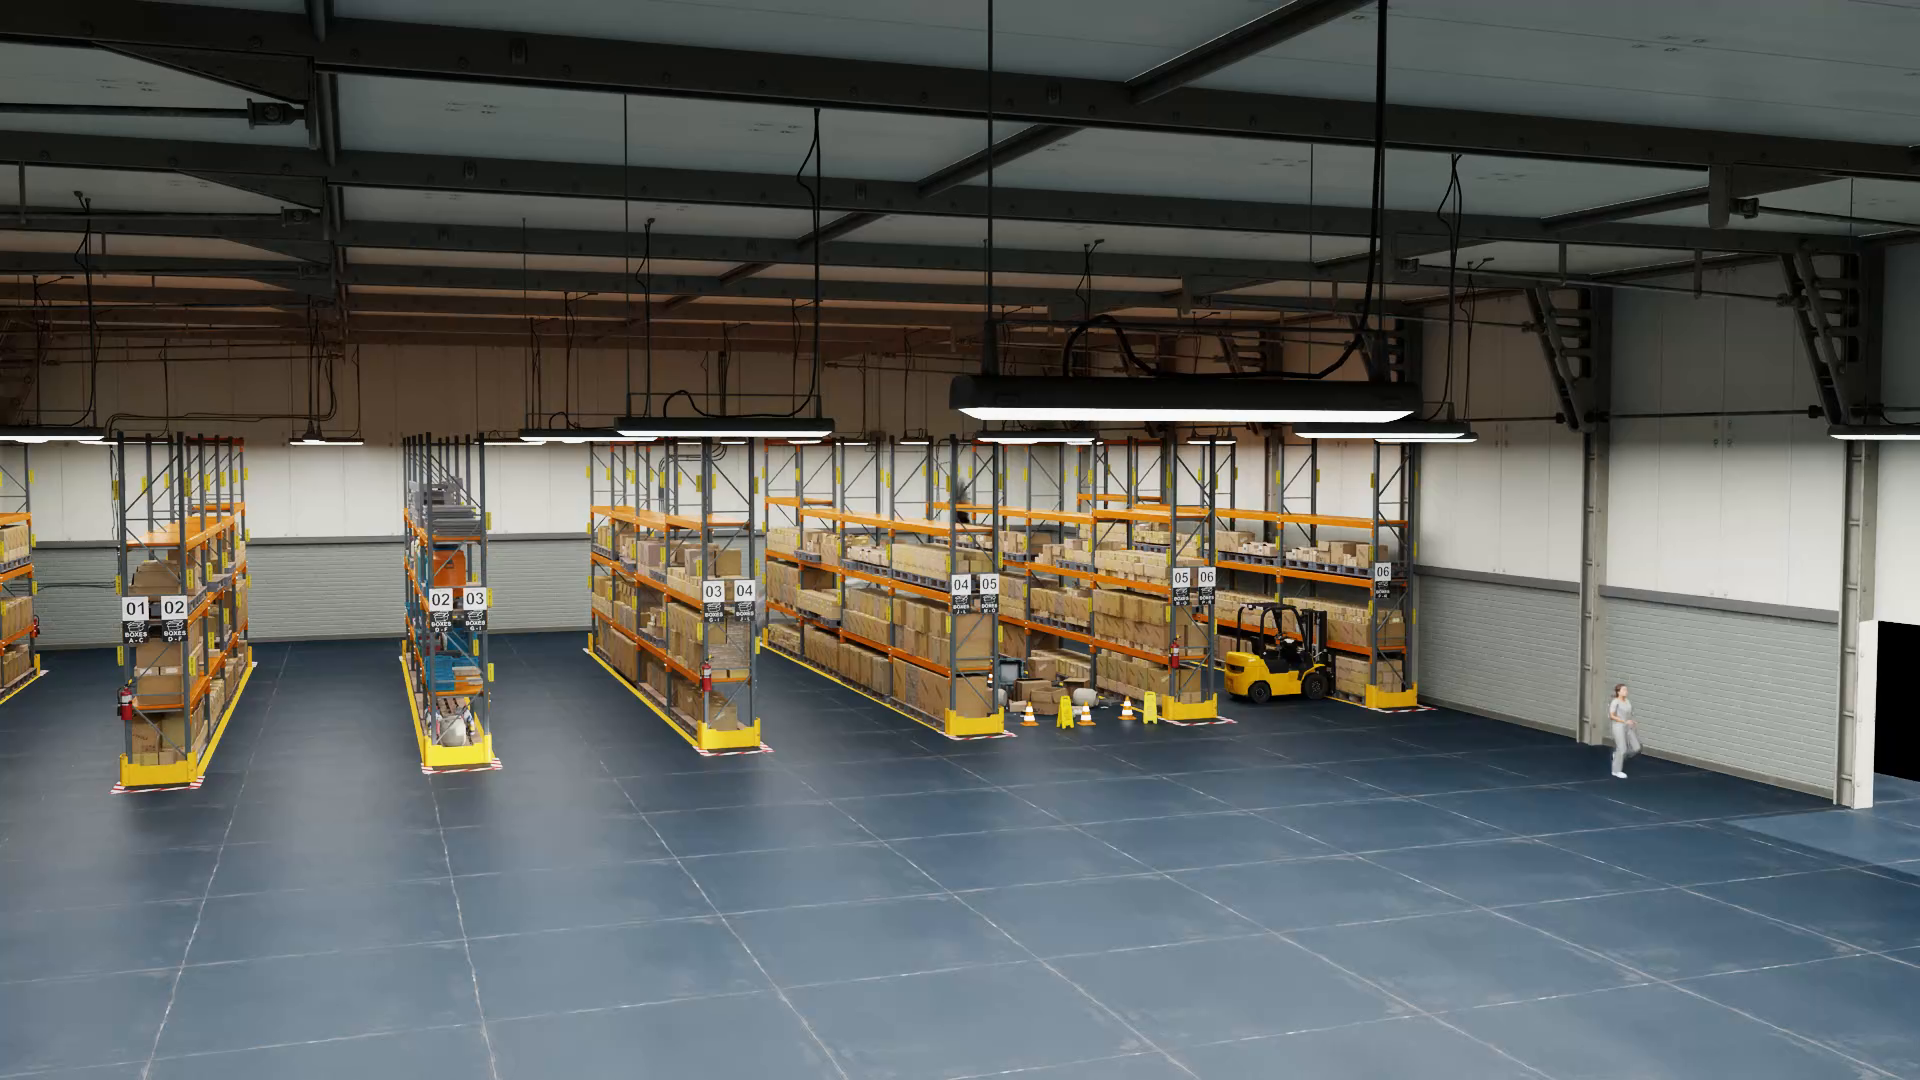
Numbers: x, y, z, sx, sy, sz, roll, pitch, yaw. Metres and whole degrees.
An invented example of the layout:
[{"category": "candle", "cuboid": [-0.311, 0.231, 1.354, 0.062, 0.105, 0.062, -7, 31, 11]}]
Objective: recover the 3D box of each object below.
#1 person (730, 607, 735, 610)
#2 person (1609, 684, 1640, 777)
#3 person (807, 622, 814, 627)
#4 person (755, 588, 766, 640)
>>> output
[{"category": "person", "cuboid": [-6.769, 2.222, 48.427, 0.653, 1.623, 0.880, 2, 4, 26]}, {"category": "person", "cuboid": [11.532, 3.307, 28.874, 0.558, 1.631, 0.555, -2, 4, -27]}, {"category": "person", "cuboid": [-4.305, 2.180, 49.413, 0.659, 1.694, 0.735, -3, 4, -44]}, {"category": "person", "cuboid": [-5.905, 2.212, 49.606, 0.577, 1.562, 0.522, 2, 4, 35]}]
